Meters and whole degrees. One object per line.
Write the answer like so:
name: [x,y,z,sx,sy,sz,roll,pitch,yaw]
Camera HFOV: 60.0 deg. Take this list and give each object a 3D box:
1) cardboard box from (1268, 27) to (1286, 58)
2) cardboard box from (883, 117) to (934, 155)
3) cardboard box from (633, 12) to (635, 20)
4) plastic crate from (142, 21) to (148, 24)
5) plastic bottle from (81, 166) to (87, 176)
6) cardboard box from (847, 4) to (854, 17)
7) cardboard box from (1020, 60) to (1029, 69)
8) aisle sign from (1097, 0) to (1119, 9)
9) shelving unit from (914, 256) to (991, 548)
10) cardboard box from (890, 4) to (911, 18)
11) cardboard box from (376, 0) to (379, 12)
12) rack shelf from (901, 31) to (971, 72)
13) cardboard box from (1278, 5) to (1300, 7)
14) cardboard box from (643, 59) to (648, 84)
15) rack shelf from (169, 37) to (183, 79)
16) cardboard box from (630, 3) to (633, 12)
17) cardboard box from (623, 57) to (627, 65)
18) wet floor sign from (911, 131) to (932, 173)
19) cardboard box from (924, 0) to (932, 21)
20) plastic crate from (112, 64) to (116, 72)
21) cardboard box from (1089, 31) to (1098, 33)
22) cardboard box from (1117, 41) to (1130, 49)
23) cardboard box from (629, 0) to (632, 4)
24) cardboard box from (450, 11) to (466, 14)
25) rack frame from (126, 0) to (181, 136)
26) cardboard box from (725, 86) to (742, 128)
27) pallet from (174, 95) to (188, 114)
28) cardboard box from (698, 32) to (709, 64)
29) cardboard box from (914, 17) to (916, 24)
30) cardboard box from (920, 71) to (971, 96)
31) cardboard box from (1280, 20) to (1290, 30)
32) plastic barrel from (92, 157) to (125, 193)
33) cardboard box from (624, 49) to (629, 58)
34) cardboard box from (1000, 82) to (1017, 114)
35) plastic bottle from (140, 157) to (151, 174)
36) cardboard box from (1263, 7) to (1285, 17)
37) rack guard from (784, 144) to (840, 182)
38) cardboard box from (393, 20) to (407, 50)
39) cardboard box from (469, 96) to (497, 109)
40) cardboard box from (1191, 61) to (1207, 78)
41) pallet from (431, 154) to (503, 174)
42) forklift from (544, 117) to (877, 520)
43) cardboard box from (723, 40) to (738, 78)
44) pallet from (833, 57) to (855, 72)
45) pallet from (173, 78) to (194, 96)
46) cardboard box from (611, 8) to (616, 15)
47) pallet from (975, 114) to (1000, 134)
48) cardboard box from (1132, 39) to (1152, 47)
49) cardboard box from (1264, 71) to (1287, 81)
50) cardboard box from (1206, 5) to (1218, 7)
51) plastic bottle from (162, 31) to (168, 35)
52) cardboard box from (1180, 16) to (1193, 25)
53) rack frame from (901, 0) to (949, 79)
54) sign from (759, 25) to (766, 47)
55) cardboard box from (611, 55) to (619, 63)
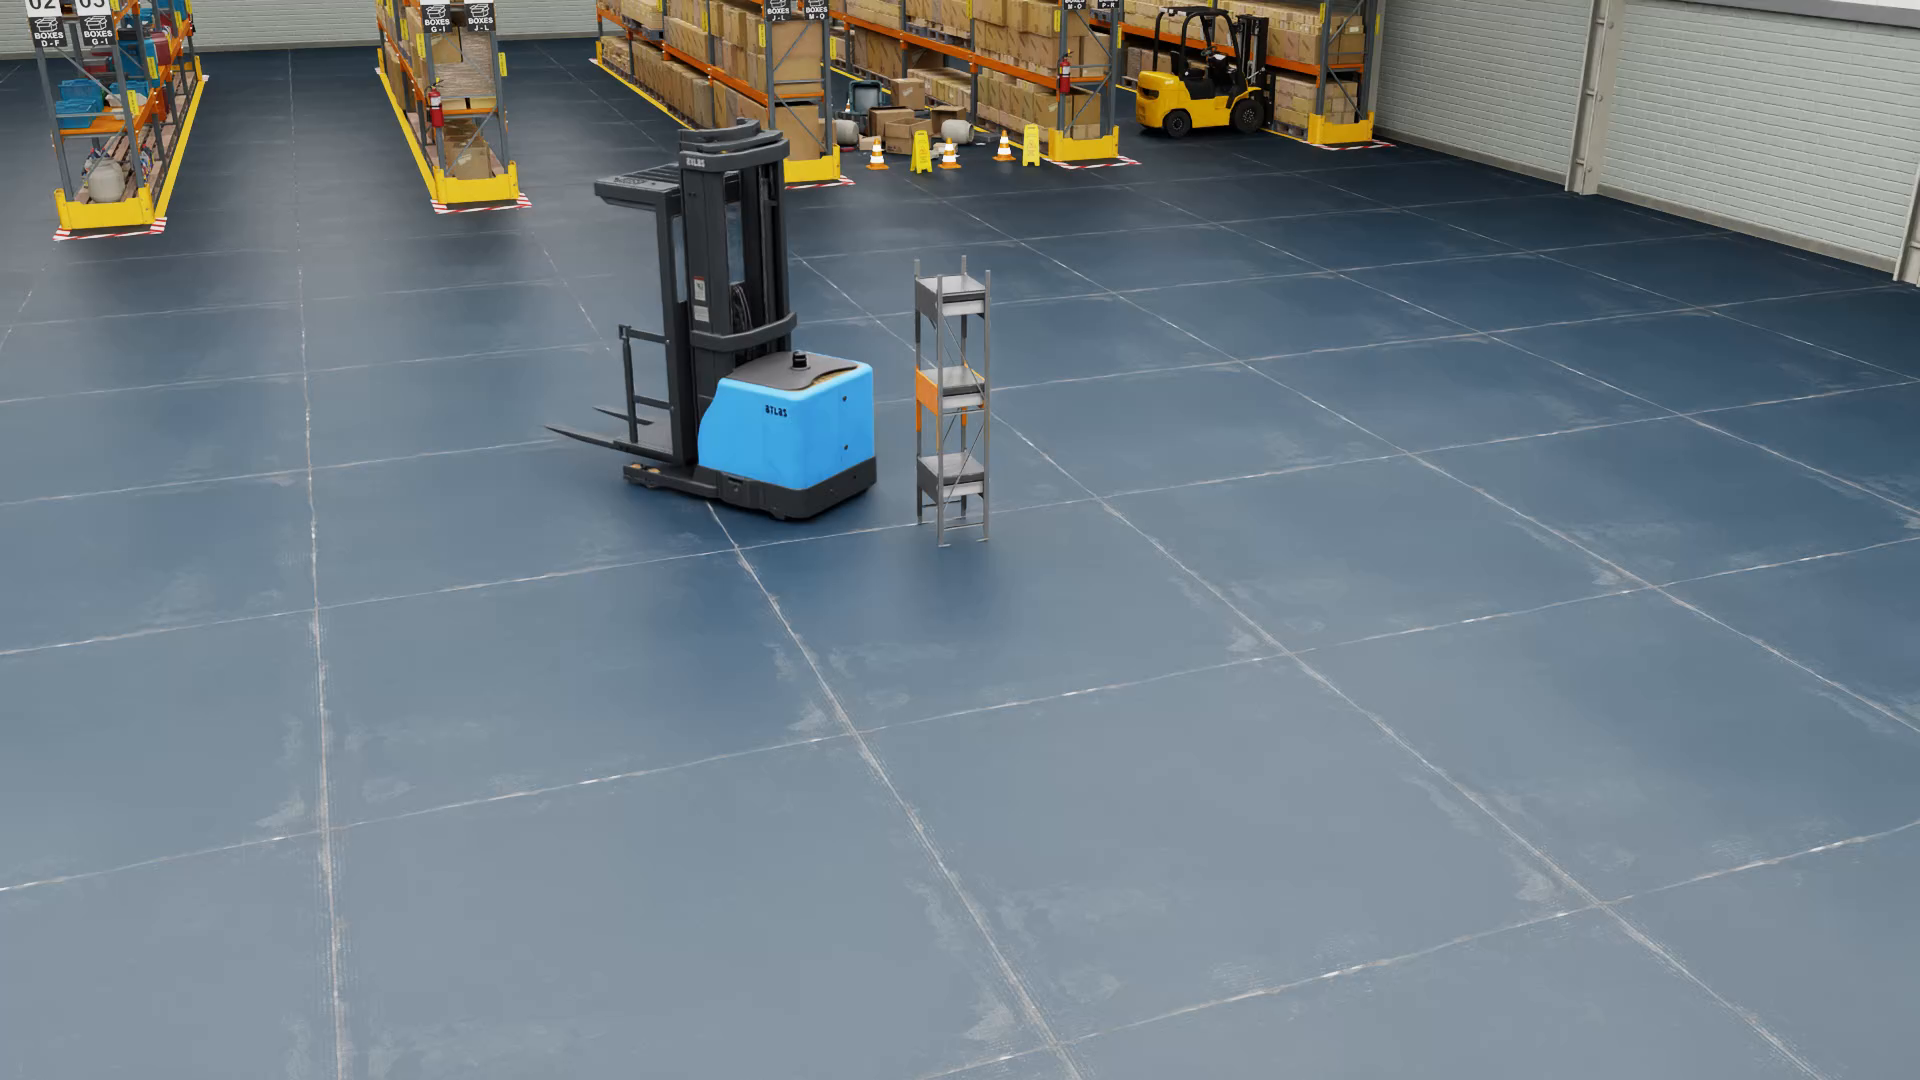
cardboard box: [5.971,-9.053,30.238,0.500,0.500,0.500,-9,24,-20]
cardboard box: [-0.885,-6.946,28.583,0.637,0.503,0.797,12,26,27]
cardboard box: [-6.555,-10.848,34.408,0.380,0.149,0.250,-9,24,-20]
plastic crate: [-16.936,-10.624,34.357,0.293,0.136,0.466,-8,24,-19]
plastic bottle: [-12.918,-5.365,24.547,0.061,0.283,0.133,-8,24,-18]
cardboard box: [-2.226,-11.901,37.317,0.500,0.250,0.500,-9,24,-20]
cardboard box: [1.255,-8.252,28.789,0.380,0.149,0.250,-9,24,-20]
aisle sign: [2.416,-9.024,26.951,0.394,0.787,0.004,-8,24,-19]
shelving unit: [-0.058,-1.028,12.485,0.431,2.100,0.503,-8,24,-19]
cardboard box: [-1.131,-11.015,34.571,0.500,0.250,0.500,-8,24,-19]
cardboard box: [-12.538,-11.745,36.565,0.500,0.250,0.500,-9,25,-21]
rack shelf: [-0.015,-9.654,32.720,1.077,0.370,4.000,-8,24,-19]
cardboard box: [6.151,-9.879,30.981,0.380,0.149,0.250,-9,24,-20]
cardboard box: [-6.331,-9.806,34.832,0.500,0.500,0.500,-8,24,-18]
rack shelf: [-15.333,-9.069,31.330,1.077,0.370,4.000,-8,24,-19]
cardboard box: [-6.647,-11.079,34.574,0.380,0.149,0.250,-7,24,-17]
cardboard box: [-7.246,-10.634,36.866,0.380,0.149,0.250,-10,25,-22]
wet floor sign: [-0.628,-6.266,26.786,0.267,0.644,0.232,-13,26,-28]
cardboard box: [-0.395,-10.514,32.780,0.500,0.500,0.500,-8,24,-18]
plastic crate: [-14.093,-7.716,27.469,0.450,0.188,0.662,-8,24,-19]
cardboard box: [2.010,-8.387,28.275,0.500,0.500,0.500,-8,24,-17]
cardboard box: [3.509,-10.880,36.545,0.380,0.149,0.250,-10,25,-22]
cardboard box: [-6.652,-11.218,34.520,0.380,0.149,0.250,-9,24,-19]
cardboard box: [-7.810,-8.054,26.199,0.500,0.500,0.500,-8,24,-19]
rack frame: [-14.627,-8.673,29.466,1.000,3.000,0.127,-8,24,-19]
cardboard box: [-3.425,-7.193,28.148,0.875,0.875,0.875,-8,24,-19]
pallet: [-15.806,-8.556,32.777,1.003,0.211,1.213,-8,24,-19]
cardboard box: [-4.338,-8.742,29.501,0.500,0.500,0.500,-8,24,-19]
cardboard box: [-0.713,-10.539,33.676,0.380,0.149,0.250,-10,25,-22]
cardboard box: [-0.263,-9.222,33.610,0.950,0.372,0.625,-9,24,-20]
cardboard box: [5.994,-9.294,29.976,0.380,0.149,0.250,-9,25,-21]
plastic barrel: [-12.282,-5.224,23.946,0.421,0.512,0.421,0,23,0]
cardboard box: [-7.227,-10.785,36.840,0.380,0.149,0.250,-8,24,-18]
cardboard box: [1.029,-7.898,29.661,0.500,0.500,0.500,-7,24,-16]
plastic bottle: [-12.481,-5.726,25.415,0.152,0.276,0.135,-8,24,-18]
cardboard box: [5.802,-9.722,30.607,0.380,0.149,0.250,-8,24,-19]
rack guard: [-2.482,-5.929,26.174,1.175,0.500,0.348,-8,24,-19]
cardboard box: [-10.399,-9.544,31.404,0.500,0.500,0.500,-8,24,-17]
cardboard box: [-7.044,-6.467,24.554,0.380,0.149,0.250,-8,24,-19]
cardboard box: [5.139,-9.229,33.301,0.875,0.625,0.625,-7,24,-17]
pallet: [-7.875,-5.931,26.551,1.003,0.211,1.213,-8,24,-19]
forklift: [-2.198,-1.930,13.554,3.031,2.935,1.130,14,27,30]
cardboard box: [-3.466,-8.071,27.844,0.875,0.550,0.550,-8,24,-19]
pallet: [-2.330,-11.168,38.975,1.003,0.211,1.213,-8,24,-19]
pallet: [-16.770,-9.548,35.131,1.003,0.211,1.213,-8,24,-19]
cardboard box: [-7.670,-11.964,37.598,0.380,0.149,0.250,-8,24,-18]
pallet: [0.961,-7.735,30.830,1.003,0.211,1.213,-8,24,-19]
cardboard box: [4.028,-10.968,36.753,0.380,0.149,0.250,-7,24,-16]
cardboard box: [5.747,-8.552,30.890,0.500,0.250,0.500,-9,24,-20]
cardboard box: [5.005,-10.380,32.552,0.380,0.149,0.250,-7,24,-17]
plastic bottle: [-15.243,-9.606,31.838,0.152,0.276,0.135,-8,24,-19]
cardboard box: [4.732,-10.432,33.189,0.500,0.250,0.500,-9,24,-20]
rack frame: [-0.722,-10.713,34.305,1.000,3.000,0.127,-8,24,-19]
sign: [-3.003,-7.663,25.274,0.100,0.325,0.005,-8,24,-19]
cardboard box: [-7.821,-11.086,38.320,0.380,0.149,0.250,-10,25,-22]
